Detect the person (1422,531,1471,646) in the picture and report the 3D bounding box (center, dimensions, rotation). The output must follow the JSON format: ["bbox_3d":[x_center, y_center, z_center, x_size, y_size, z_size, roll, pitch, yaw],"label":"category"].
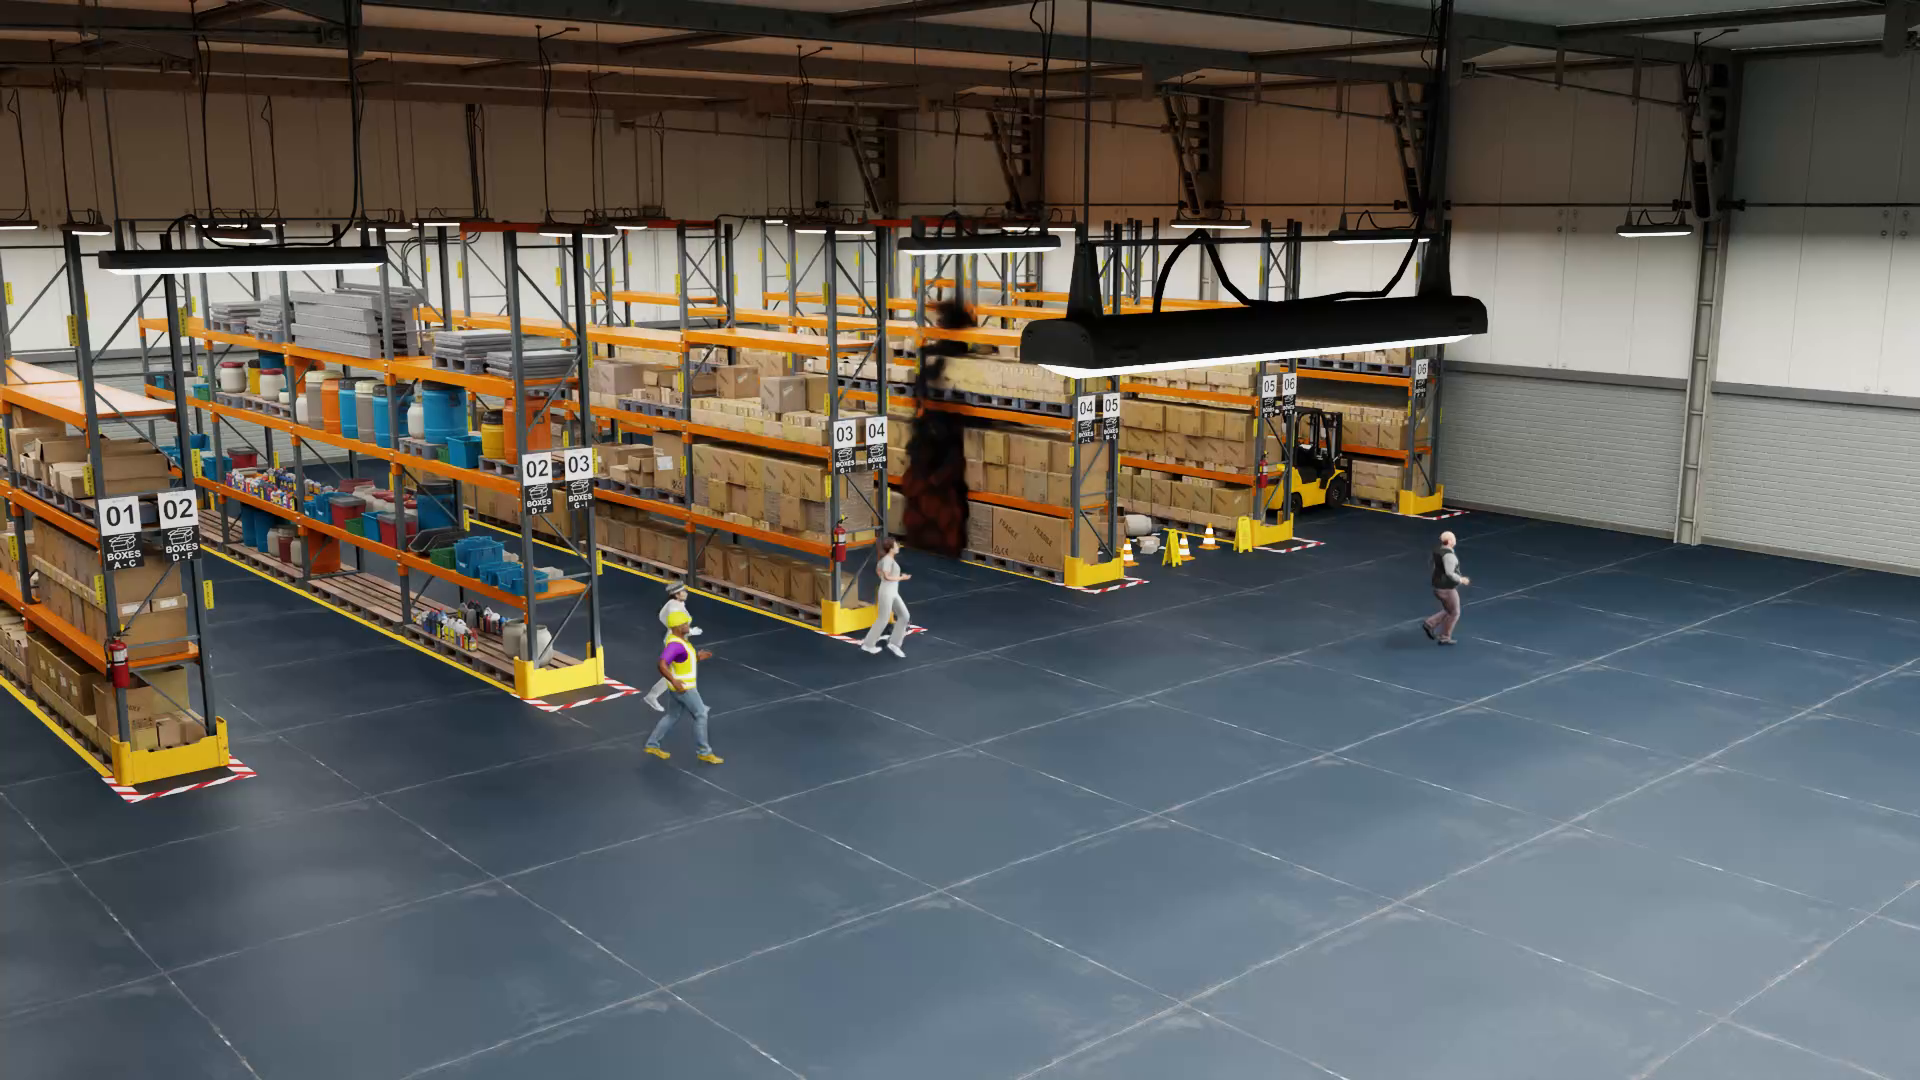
[{"bbox_3d":[7.058,0.702,24.154,0.587,1.681,0.680,-1,11,-7],"label":"person"}]

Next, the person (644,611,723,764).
[{"bbox_3d":[-3.173,1.692,18.937,0.879,1.803,0.682,-4,12,-19],"label":"person"}]

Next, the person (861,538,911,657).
[{"bbox_3d":[-1.031,0.809,23.744,0.696,1.682,0.582,2,12,9],"label":"person"}]

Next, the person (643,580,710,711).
[{"bbox_3d":[-3.584,1.346,20.914,0.829,1.719,0.632,-2,12,-10],"label":"person"}]
